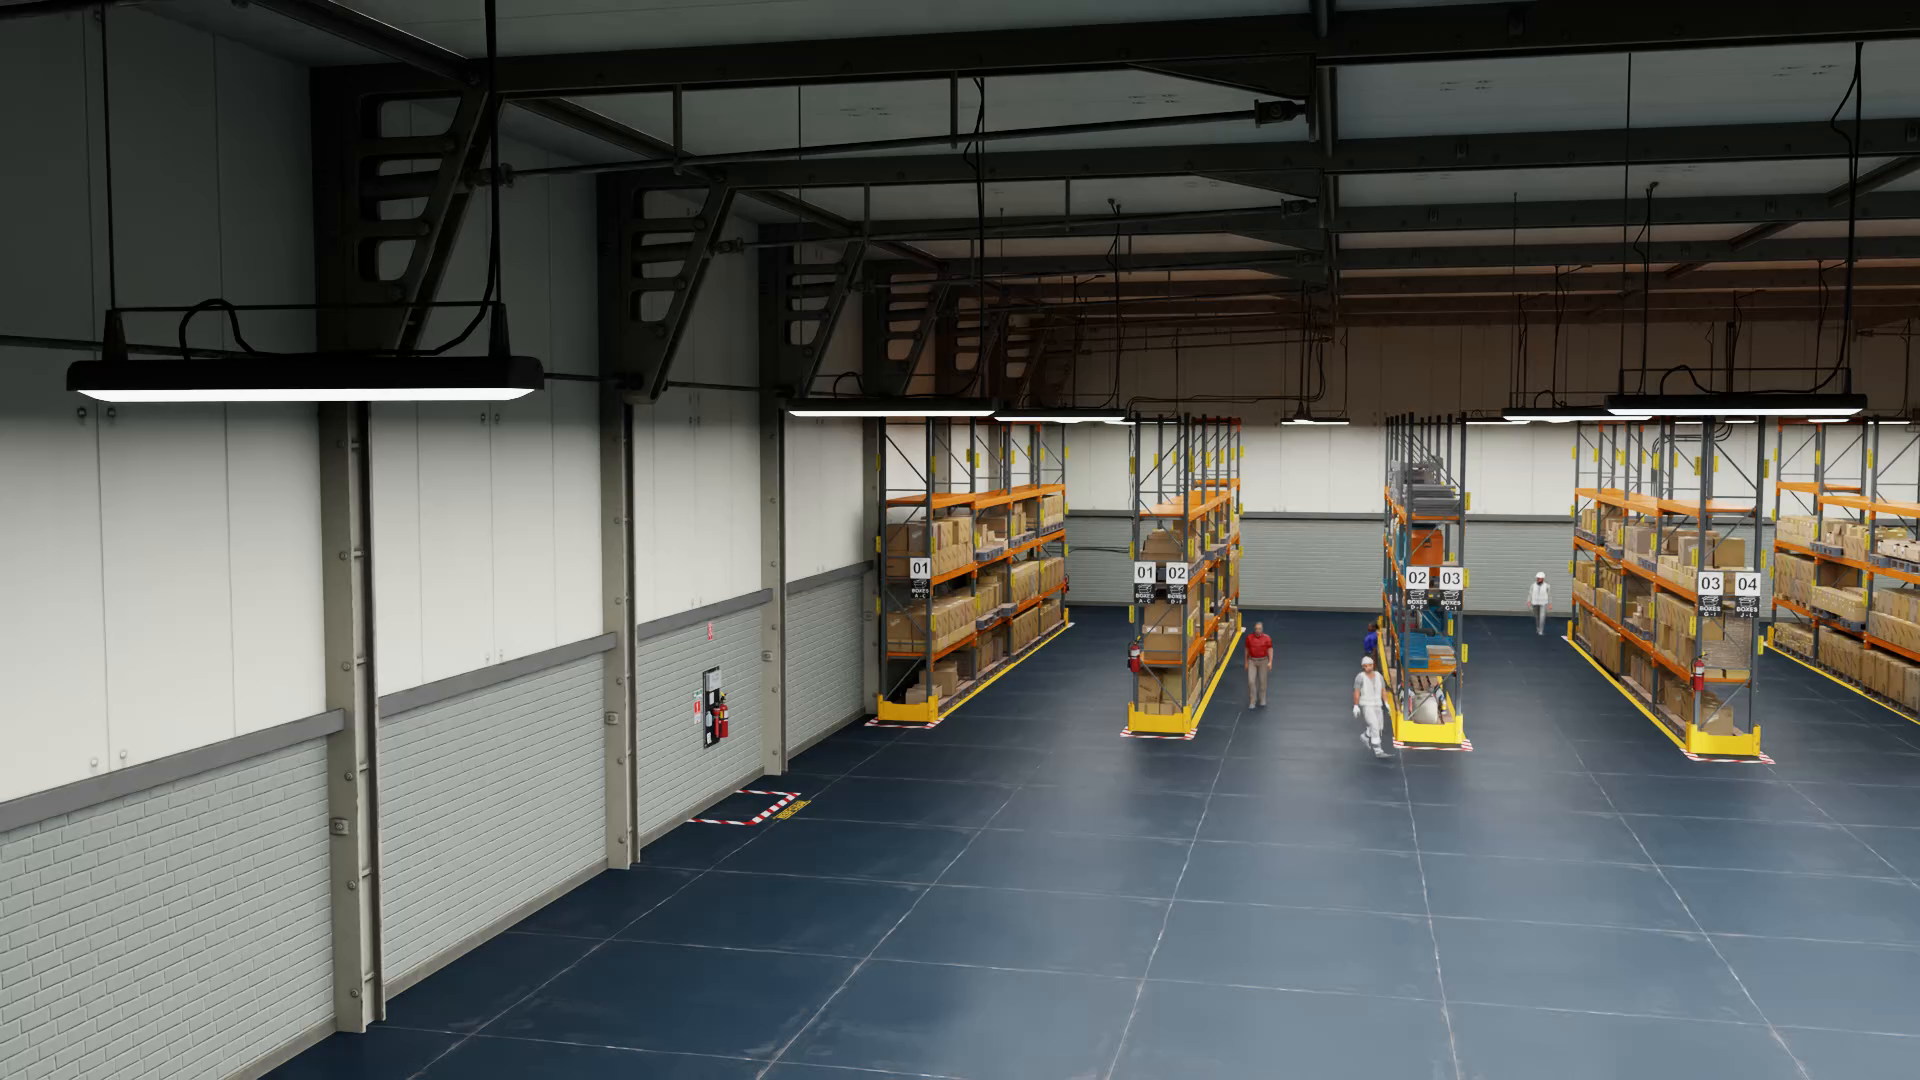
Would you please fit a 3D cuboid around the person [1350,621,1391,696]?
[{"bbox_3d":[8.731,2.510,35.306,0.886,1.611,0.470,0,4,7],"label":"person"}]

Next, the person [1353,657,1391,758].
[{"bbox_3d":[7.182,2.895,28.994,0.538,1.733,0.954,-1,4,-21],"label":"person"}]

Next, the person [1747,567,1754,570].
[{"bbox_3d":[22.220,1.648,47.051,0.701,1.776,0.620,2,4,29],"label":"person"}]

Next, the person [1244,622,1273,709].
[{"bbox_3d":[6.119,2.578,34.095,0.585,1.791,0.546,1,4,15],"label":"person"}]

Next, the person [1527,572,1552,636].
[{"bbox_3d":[15.946,1.748,45.805,0.589,1.708,1.047,2,5,32],"label":"person"}]
